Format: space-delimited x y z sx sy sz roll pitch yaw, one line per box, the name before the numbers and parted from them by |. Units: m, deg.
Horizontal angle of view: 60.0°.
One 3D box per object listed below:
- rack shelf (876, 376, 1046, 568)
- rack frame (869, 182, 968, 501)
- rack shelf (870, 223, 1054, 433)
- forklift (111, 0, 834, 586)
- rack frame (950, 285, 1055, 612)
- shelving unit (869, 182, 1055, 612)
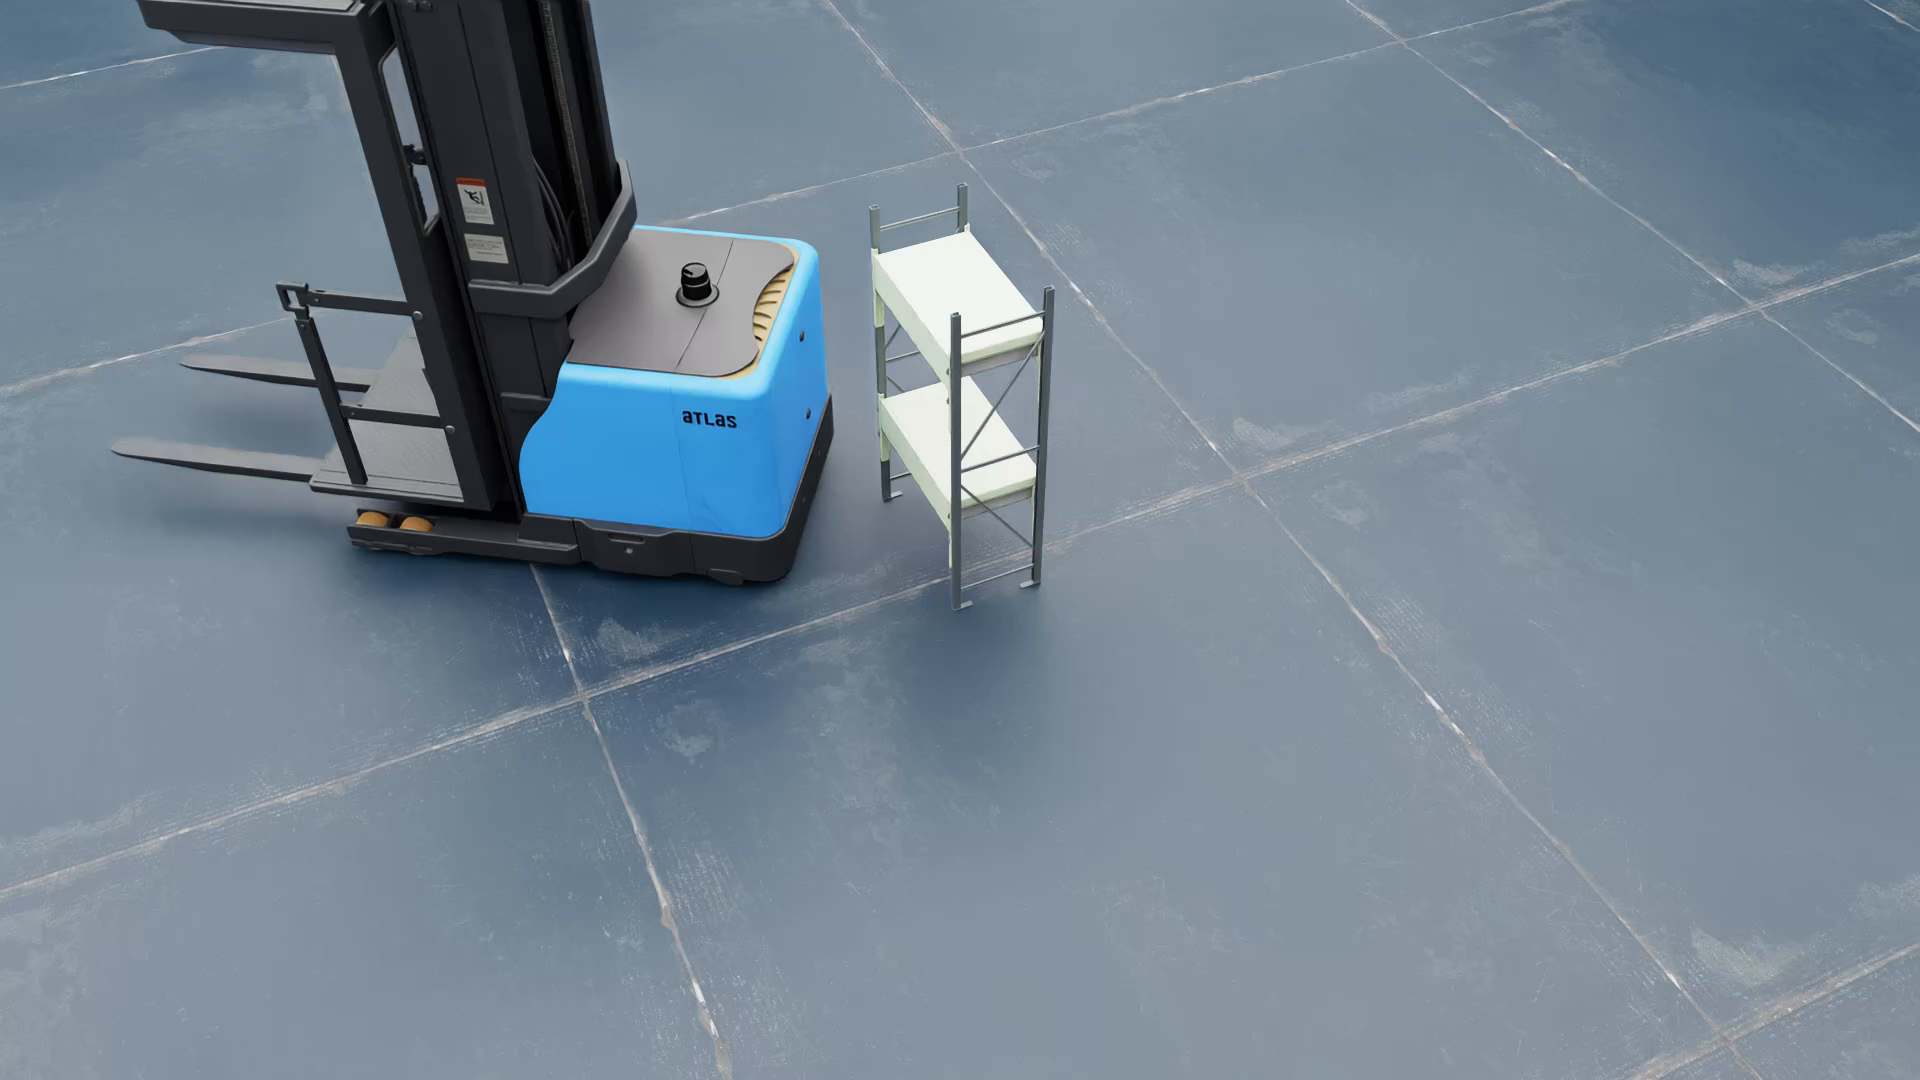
rack shelf | -0.003 -0.306 6.825 0.431 0.370 0.720 -18 47 -17
rack frame | -0.157 -0.771 6.833 0.400 1.500 0.023 -18 47 -17
rack shelf | -0.003 -0.816 6.322 0.431 0.370 0.720 -18 47 -17
forklift | -2.131 -1.339 6.389 3.031 2.935 1.130 6 45 6
rack frame | 0.151 -0.305 6.360 0.400 1.500 0.023 -18 47 -17
shelving unit | -0.003 -0.538 6.596 0.431 1.500 0.755 -18 47 -17
